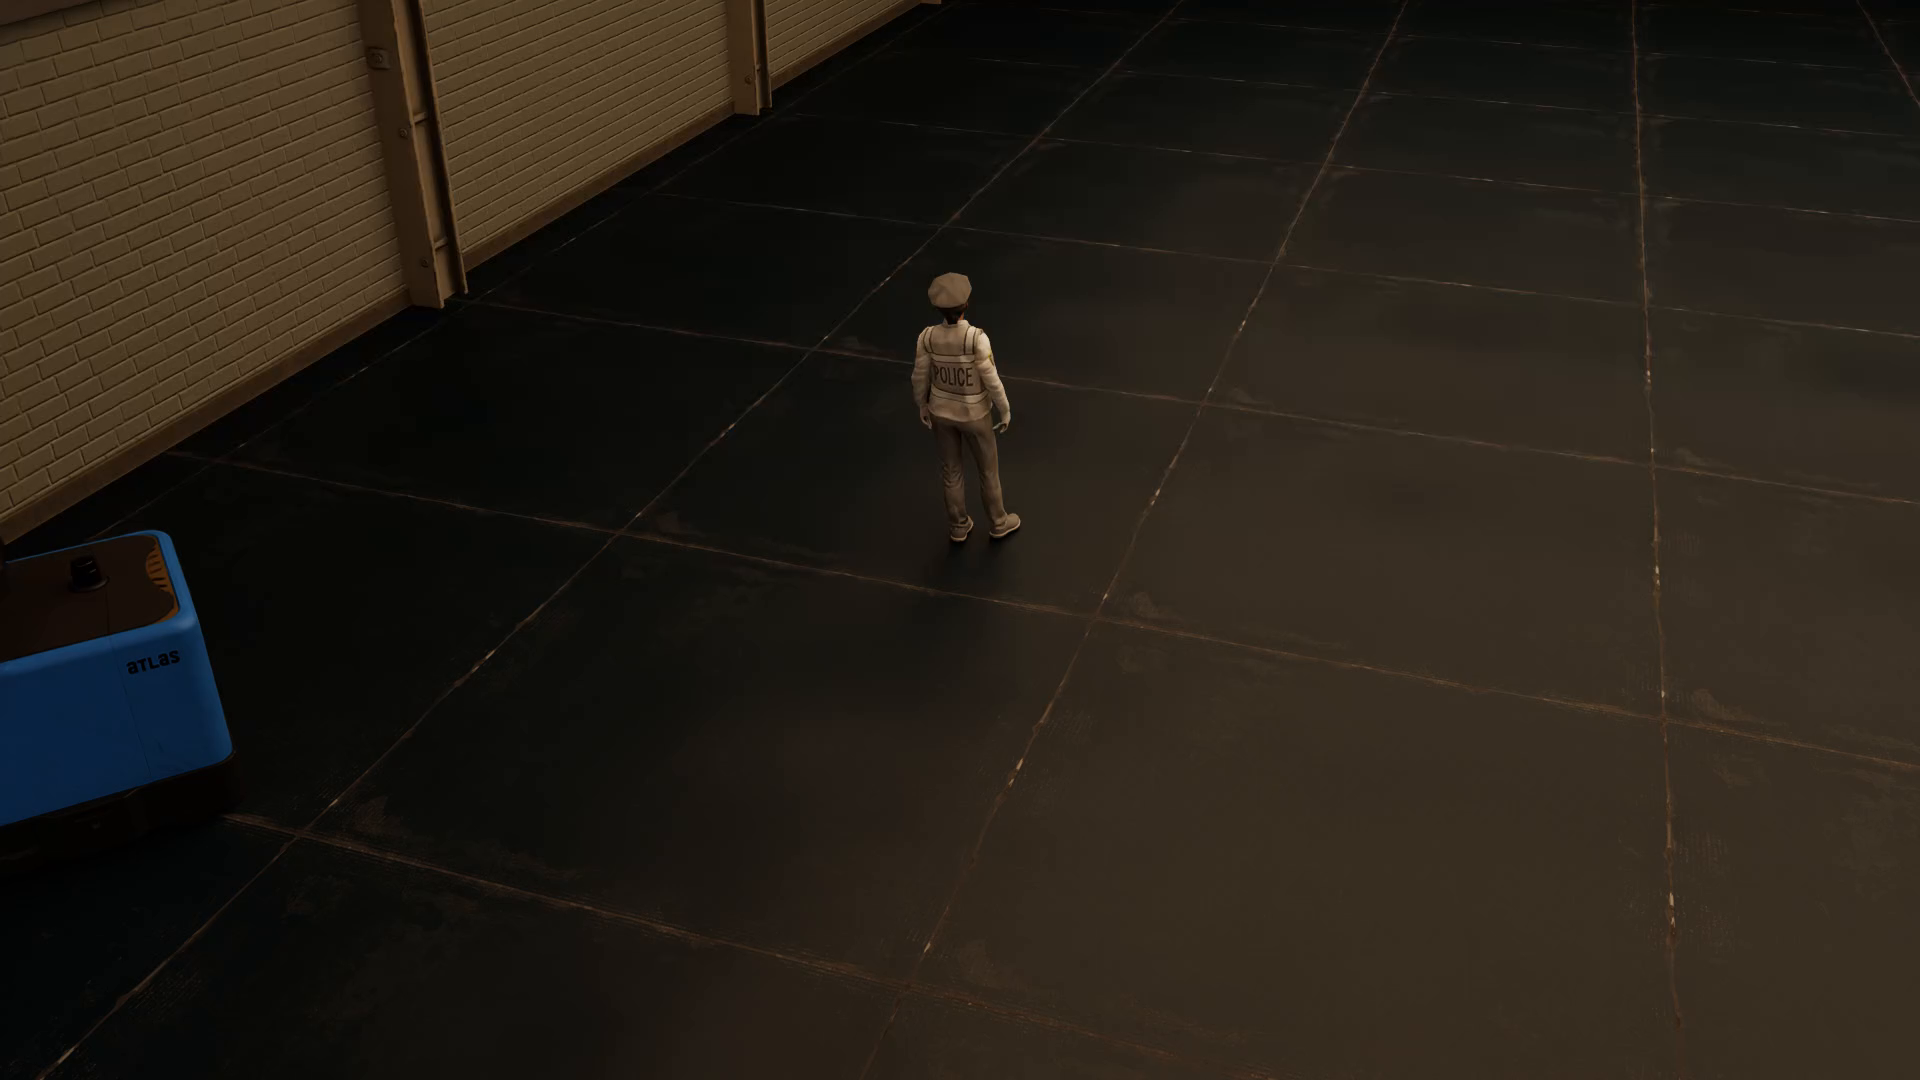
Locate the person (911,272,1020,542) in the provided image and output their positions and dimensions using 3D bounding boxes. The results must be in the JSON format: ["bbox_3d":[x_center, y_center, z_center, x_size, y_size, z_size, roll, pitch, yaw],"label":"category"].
[{"bbox_3d":[0.028,-0.773,9.727,0.588,1.695,0.531,10,31,16],"label":"person"}]

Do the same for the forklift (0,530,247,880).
[{"bbox_3d":[-4.906,0.161,6.854,3.031,2.935,1.130,-16,33,-26],"label":"forklift"}]
